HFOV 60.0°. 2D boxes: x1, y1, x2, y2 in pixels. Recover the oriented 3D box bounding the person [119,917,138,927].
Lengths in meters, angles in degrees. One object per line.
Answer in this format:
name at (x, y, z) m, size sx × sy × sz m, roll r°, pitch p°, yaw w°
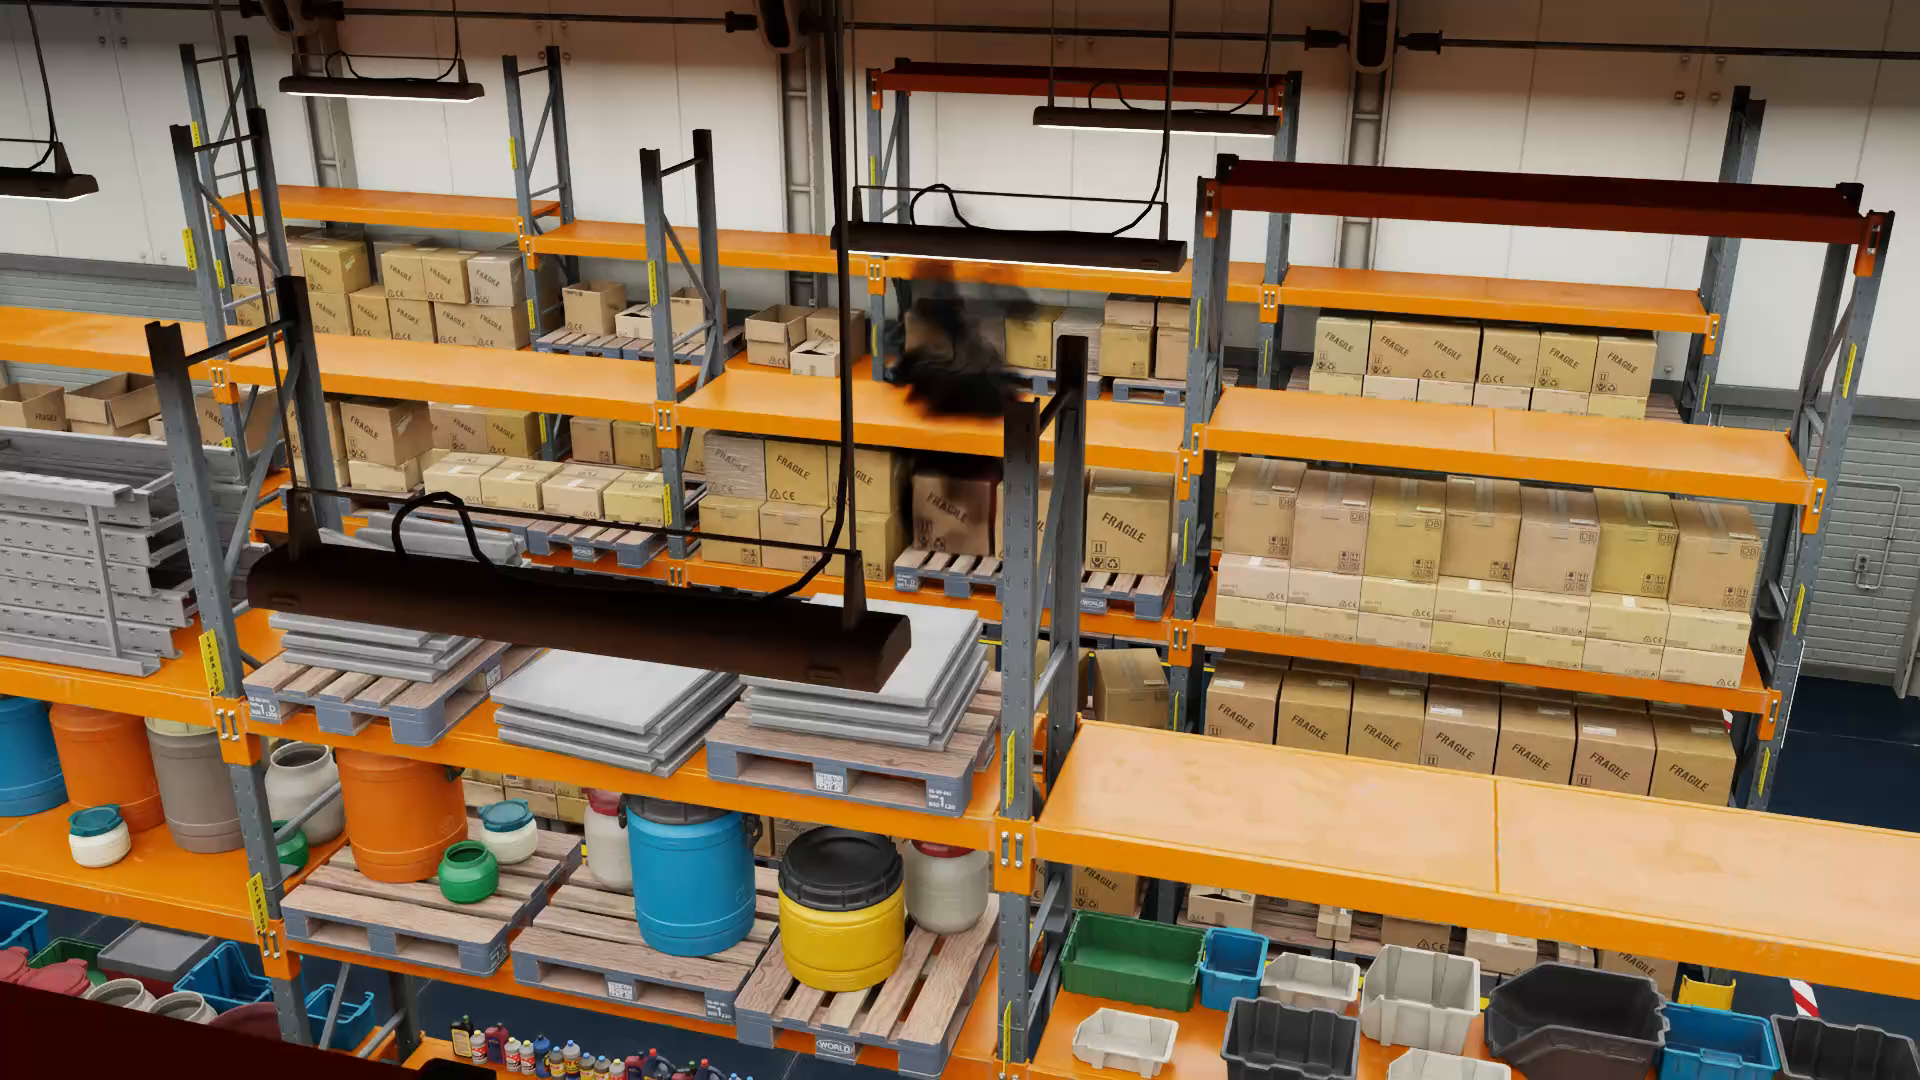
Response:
person at (-6.434, 2.471, 12.686) m, size 0.676 × 1.653 × 0.546 m, roll 2°, pitch 23°, yaw 4°
